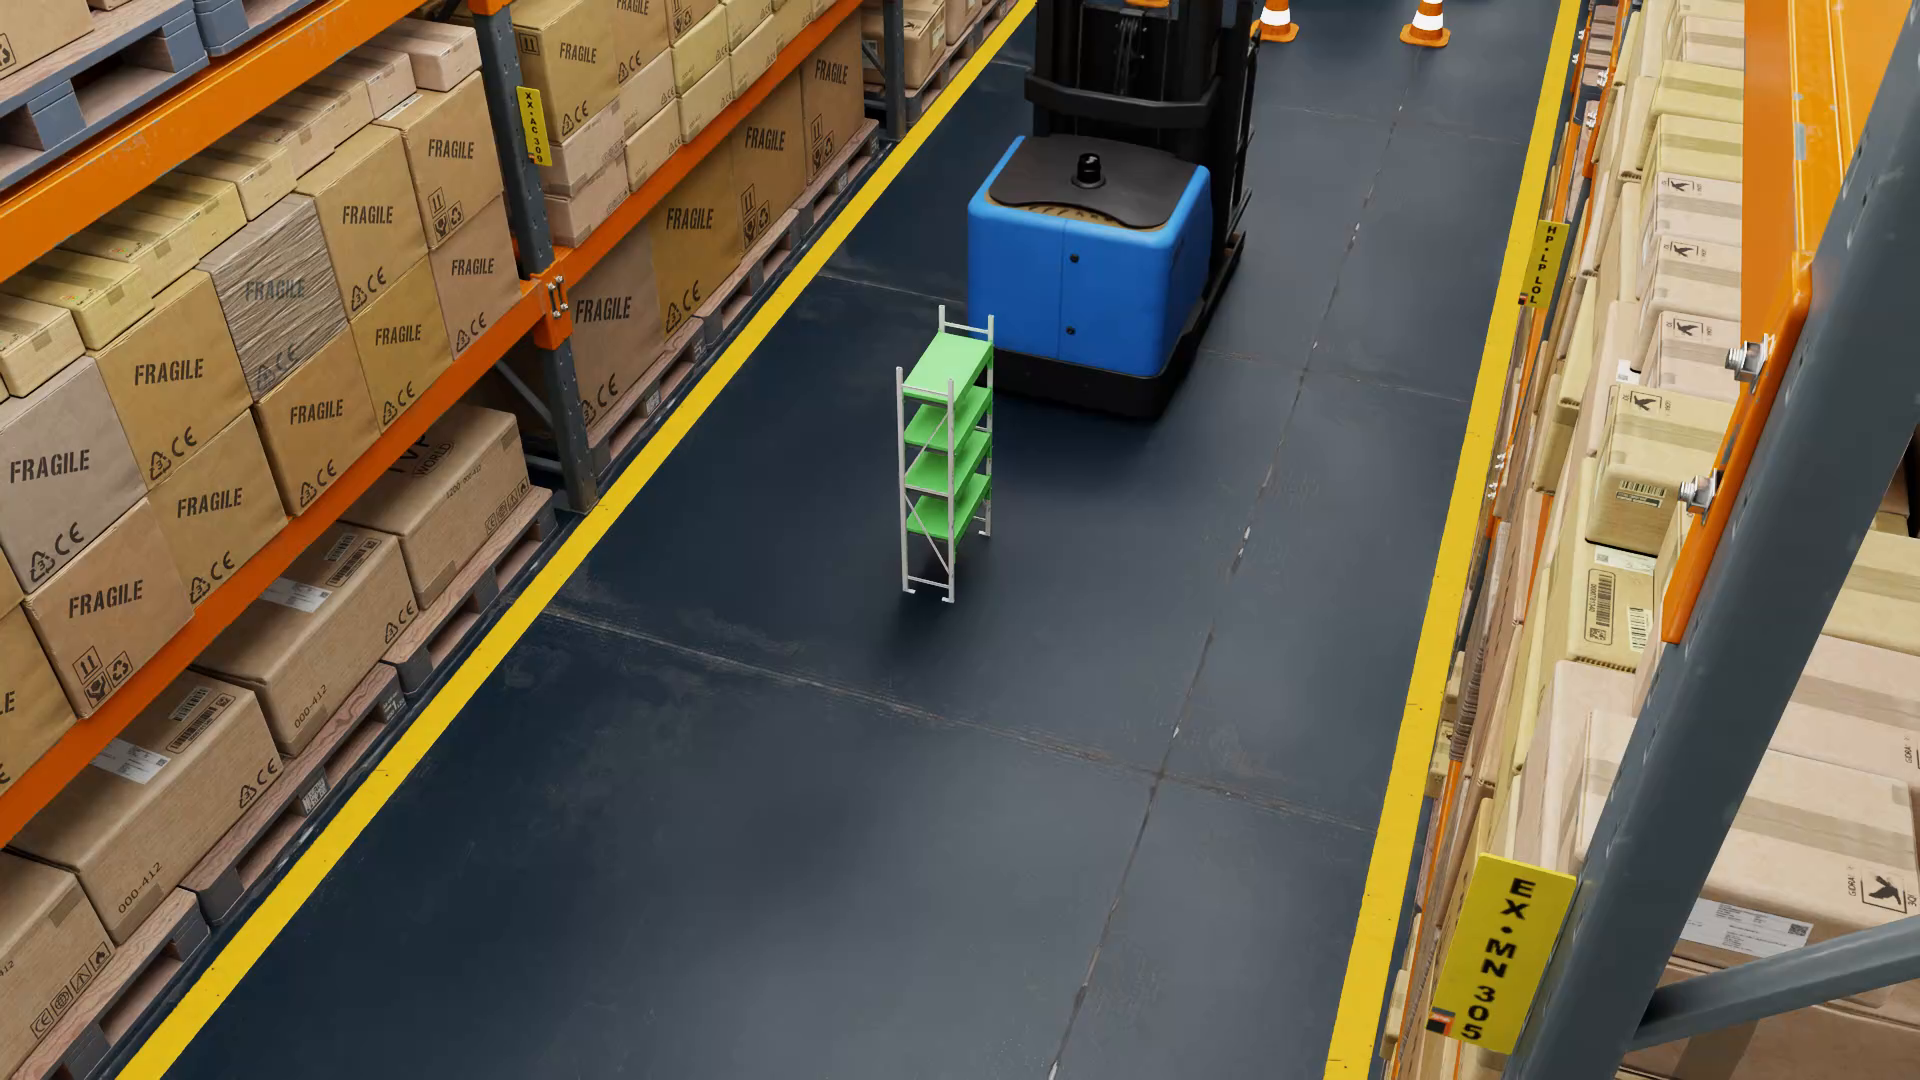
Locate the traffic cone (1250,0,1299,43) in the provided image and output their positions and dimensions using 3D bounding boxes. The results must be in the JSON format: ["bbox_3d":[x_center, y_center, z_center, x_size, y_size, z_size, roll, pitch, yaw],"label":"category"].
[{"bbox_3d":[2.262,-3.845,11.854,0.336,0.463,0.334,13,42,15],"label":"traffic cone"}]

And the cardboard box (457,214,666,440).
[{"bbox_3d":[-2.069,-1.144,8.047,0.875,0.875,0.875,15,43,16],"label":"cardboard box"}]

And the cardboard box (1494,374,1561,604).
[{"bbox_3d":[1.733,-0.050,4.375,0.500,0.500,0.500,14,42,16],"label":"cardboard box"}]

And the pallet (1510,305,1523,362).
[{"bbox_3d":[3.579,-1.263,9.021,1.003,0.211,1.213,13,42,15],"label":"pallet"}]

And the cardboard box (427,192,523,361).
[{"bbox_3d":[-2.124,-1.096,6.600,0.500,0.500,0.500,14,42,15],"label":"cardboard box"}]

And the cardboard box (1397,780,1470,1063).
[{"bbox_3d":[1.369,0.973,3.946,0.500,0.500,0.500,13,42,15],"label":"cardboard box"}]

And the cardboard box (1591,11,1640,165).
[{"bbox_3d":[2.074,-1.220,4.627,0.500,0.250,0.500,15,43,17],"label":"cardboard box"}]

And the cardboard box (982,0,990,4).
[{"bbox_3d":[-0.126,-4.252,12.078,0.950,0.372,0.625,15,43,17],"label":"cardboard box"}]

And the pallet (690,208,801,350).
[{"bbox_3d":[-1.597,-1.570,9.381,1.003,0.211,1.213,13,42,15],"label":"pallet"}]

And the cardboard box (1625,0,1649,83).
[{"bbox_3d":[2.090,-1.394,4.446,0.500,0.250,0.500,15,43,16],"label":"cardboard box"}]

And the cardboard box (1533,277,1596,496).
[{"bbox_3d":[1.532,-0.282,3.527,0.500,0.250,0.500,15,43,17],"label":"cardboard box"}]

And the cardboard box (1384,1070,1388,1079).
[{"bbox_3d":[1.473,1.830,5.120,0.380,0.149,0.250,14,42,16],"label":"cardboard box"}]

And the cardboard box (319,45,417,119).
[{"bbox_3d":[-2.204,-1.667,5.999,0.380,0.149,0.250,14,43,16],"label":"cardboard box"}]

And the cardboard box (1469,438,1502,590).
[{"bbox_3d":[2.497,-0.076,7.084,0.500,0.500,0.500,13,42,14],"label":"cardboard box"}]

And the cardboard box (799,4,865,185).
[{"bbox_3d":[-1.152,-2.785,9.971,0.875,0.875,0.875,13,42,15],"label":"cardboard box"}]

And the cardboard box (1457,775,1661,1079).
[{"bbox_3d":[1.019,0.659,2.424,0.500,0.250,0.500,12,42,14],"label":"cardboard box"}]

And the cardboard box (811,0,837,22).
[{"bbox_3d":[-0.927,-3.099,9.140,0.500,0.250,0.500,14,42,16],"label":"cardboard box"}]

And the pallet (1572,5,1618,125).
[{"bbox_3d":[3.704,-2.268,8.199,1.213,0.211,1.003,13,42,15],"label":"pallet"}]

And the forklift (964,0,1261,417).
[{"bbox_3d":[1.003,-2.692,8.601,1.130,2.935,3.031,13,42,15],"label":"forklift"}]

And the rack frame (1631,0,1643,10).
[{"bbox_3d":[2.480,-2.642,3.867,1.000,3.000,0.127,13,42,15],"label":"rack frame"}]

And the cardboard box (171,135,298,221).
[{"bbox_3d":[-2.420,-1.198,5.450,0.380,0.149,0.250,13,42,15],"label":"cardboard box"}]

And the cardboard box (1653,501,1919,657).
[{"bbox_3d":[1.213,0.100,2.387,0.380,0.149,0.250,12,42,14],"label":"cardboard box"}]

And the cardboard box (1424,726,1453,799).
[{"bbox_3d":[1.963,0.878,6.237,0.380,0.149,0.250,14,43,16],"label":"cardboard box"}]

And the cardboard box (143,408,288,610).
[{"bbox_3d":[-2.647,-0.155,5.497,0.500,0.500,0.500,15,43,17],"label":"cardboard box"}]

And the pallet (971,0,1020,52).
[{"bbox_3d":[-0.151,-3.994,12.222,1.003,0.211,1.213,13,42,15],"label":"pallet"}]

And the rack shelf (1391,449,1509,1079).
[{"bbox_3d":[1.796,1.133,4.618,1.077,0.370,4.000,13,42,15],"label":"rack shelf"}]

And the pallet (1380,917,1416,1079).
[{"bbox_3d":[1.868,1.865,5.355,1.003,0.211,1.213,13,42,15],"label":"pallet"}]

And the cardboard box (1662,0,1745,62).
[{"bbox_3d":[1.864,-1.190,3.899,0.380,0.149,0.250,12,42,14],"label":"cardboard box"}]

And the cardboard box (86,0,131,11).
[{"bbox_3d":[-2.637,-1.946,4.882,0.797,0.503,0.637,16,43,18],"label":"cardboard box"}]

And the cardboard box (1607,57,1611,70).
[{"bbox_3d":[3.322,-2.308,7.967,0.380,0.149,0.250,15,43,17],"label":"cardboard box"}]

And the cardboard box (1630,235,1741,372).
[{"bbox_3d":[1.418,-0.388,2.960,0.380,0.149,0.250,14,42,16],"label":"cardboard box"}]

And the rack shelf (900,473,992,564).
[{"bbox_3d":[-0.057,-0.124,7.393,0.258,0.148,0.480,13,42,15],"label":"rack shelf"}]

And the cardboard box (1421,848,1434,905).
[{"bbox_3d":[1.746,1.124,5.490,0.380,0.149,0.250,14,42,16],"label":"cardboard box"}]

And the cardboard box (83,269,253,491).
[{"bbox_3d":[-2.633,-0.542,5.181,0.500,0.500,0.500,13,42,15],"label":"cardboard box"}]

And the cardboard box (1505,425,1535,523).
[{"bbox_3d":[1.912,0.038,5.041,0.500,0.500,0.500,13,42,15],"label":"cardboard box"}]

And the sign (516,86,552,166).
[{"bbox_3d":[-1.684,-1.634,6.580,0.100,0.325,0.005,13,42,15],"label":"sign"}]

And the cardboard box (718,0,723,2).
[{"bbox_3d":[-1.293,-2.959,8.013,0.500,0.500,0.500,13,42,14],"label":"cardboard box"}]

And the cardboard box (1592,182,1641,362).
[{"bbox_3d":[1.566,-0.461,3.352,0.500,0.250,0.500,12,42,13],"label":"cardboard box"}]

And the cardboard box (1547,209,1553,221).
[{"bbox_3d":[3.030,-1.319,7.963,0.500,0.250,0.500,14,42,15],"label":"cardboard box"}]

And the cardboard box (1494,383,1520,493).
[{"bbox_3d":[2.497,-0.365,6.844,0.500,0.250,0.500,12,42,14],"label":"cardboard box"}]

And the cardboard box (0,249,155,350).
[{"bbox_3d":[-2.622,-0.714,4.882,0.380,0.149,0.250,12,42,14],"label":"cardboard box"}]

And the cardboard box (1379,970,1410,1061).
[{"bbox_3d":[1.539,1.544,5.227,0.380,0.149,0.250,14,42,16],"label":"cardboard box"}]

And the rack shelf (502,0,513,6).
[{"bbox_3d":[-1.522,-3.484,7.720,1.077,0.370,4.000,13,42,15],"label":"rack shelf"}]

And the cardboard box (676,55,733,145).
[{"bbox_3d":[-1.442,-2.175,8.057,0.500,0.250,0.500,13,42,15],"label":"cardboard box"}]

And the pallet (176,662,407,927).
[{"bbox_3d":[-2.955,0.857,6.537,1.003,0.211,1.213,13,42,15],"label":"pallet"}]

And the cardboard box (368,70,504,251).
[{"bbox_3d":[-2.108,-1.466,6.264,0.500,0.500,0.500,13,42,15],"label":"cardboard box"}]

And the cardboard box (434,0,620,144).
[{"bbox_3d":[-1.785,-2.020,6.913,0.500,0.500,0.500,14,42,16],"label":"cardboard box"}]

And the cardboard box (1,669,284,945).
[{"bbox_3d":[-3.137,0.873,6.020,0.875,0.438,0.875,14,43,16],"label":"cardboard box"}]

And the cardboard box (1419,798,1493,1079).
[{"bbox_3d":[1.208,0.905,3.256,0.500,0.500,0.500,12,42,14],"label":"cardboard box"}]

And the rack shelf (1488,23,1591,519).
[{"bbox_3d":[3.164,-1.306,7.478,1.077,0.370,4.000,13,42,15],"label":"rack shelf"}]

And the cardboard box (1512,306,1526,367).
[{"bbox_3d":[3.027,-1.012,8.181,0.500,0.500,0.500,12,42,14],"label":"cardboard box"}]

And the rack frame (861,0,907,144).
[{"bbox_3d":[-0.838,-3.837,9.890,1.000,3.000,0.127,13,42,15],"label":"rack frame"}]

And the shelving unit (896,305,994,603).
[{"bbox_3d":[-0.057,-0.355,7.196,0.258,1.200,0.503,13,42,15],"label":"shelving unit"}]

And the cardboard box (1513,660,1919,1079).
[{"bbox_3d":[1.031,0.468,2.263,0.500,0.250,0.500,12,42,14],"label":"cardboard box"}]

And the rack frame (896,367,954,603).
[{"bbox_3d":[-0.140,-0.207,7.021,0.240,1.200,0.015,13,42,15],"label":"rack frame"}]

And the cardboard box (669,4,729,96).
[{"bbox_3d":[-1.441,-2.362,7.892,0.500,0.250,0.500,14,42,16],"label":"cardboard box"}]
